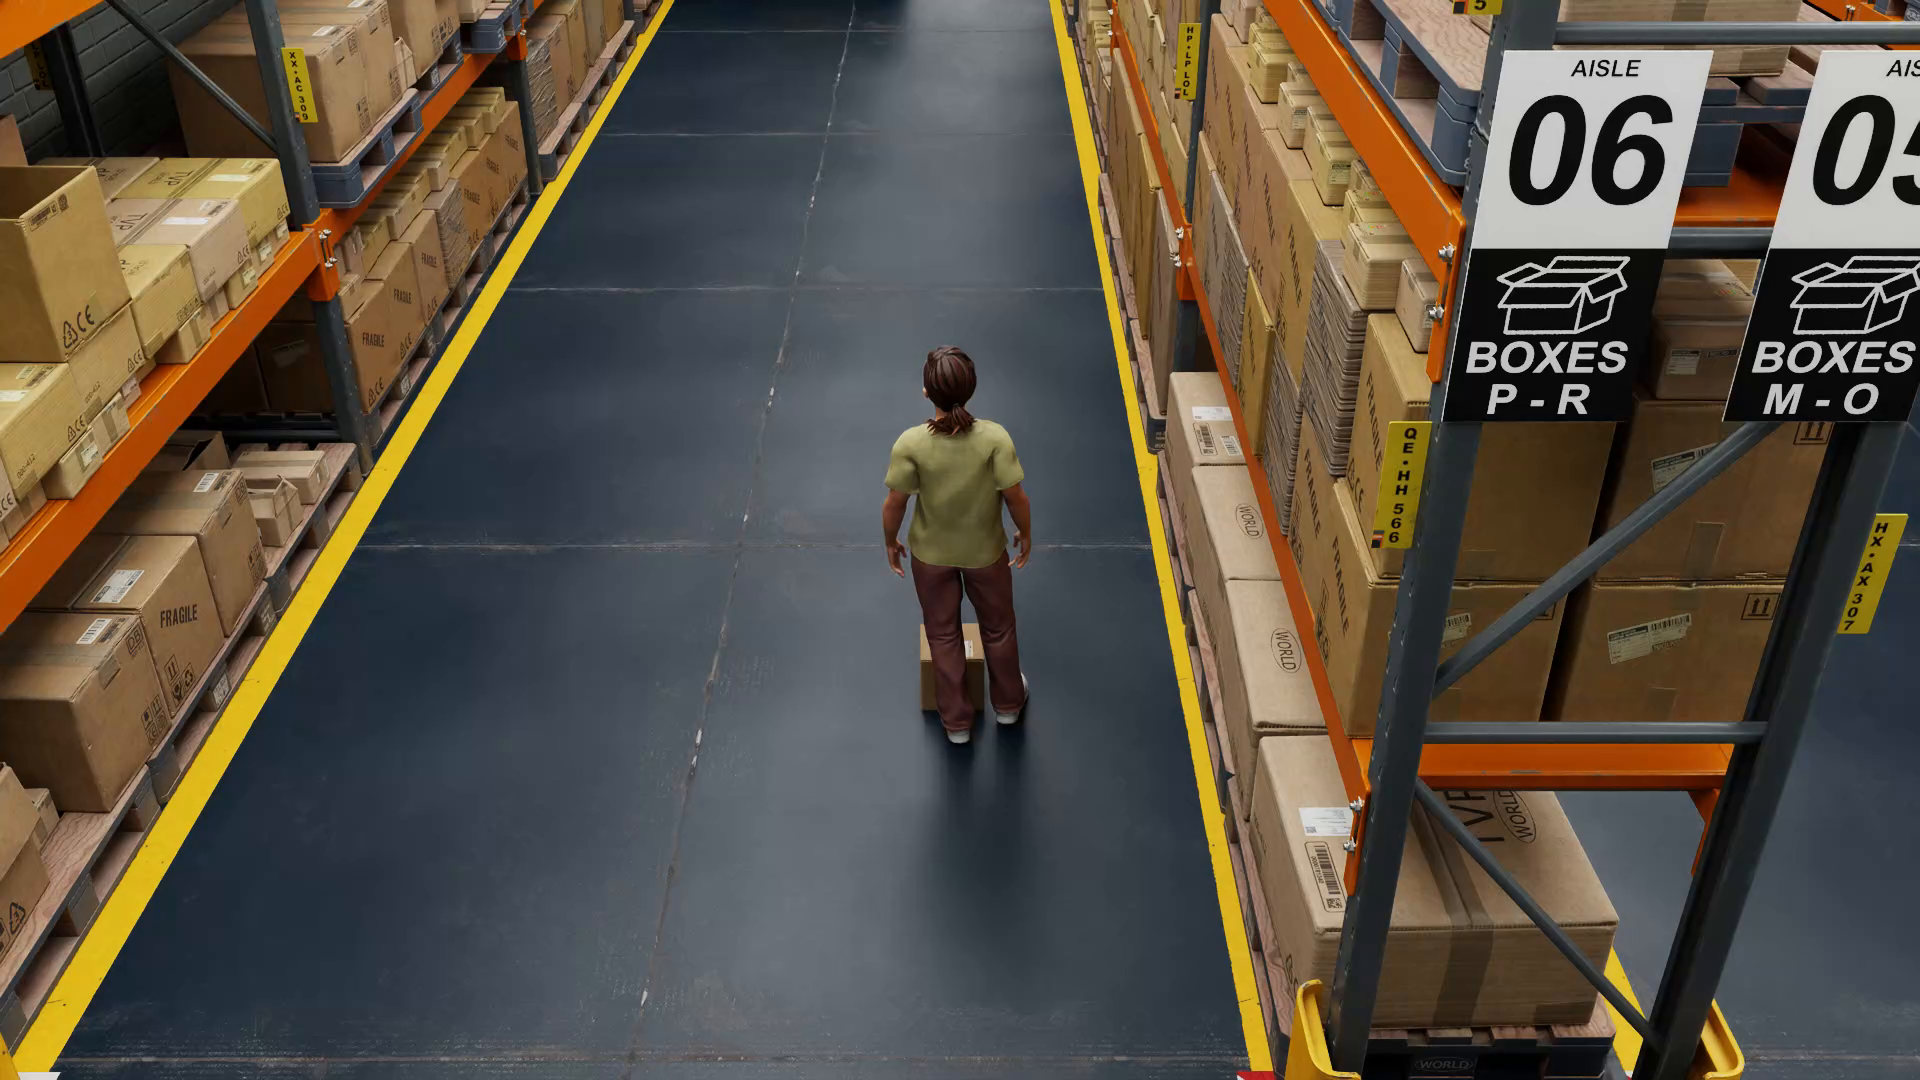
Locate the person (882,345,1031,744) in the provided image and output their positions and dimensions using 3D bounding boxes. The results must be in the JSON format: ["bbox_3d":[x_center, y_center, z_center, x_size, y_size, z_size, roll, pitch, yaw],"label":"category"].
[{"bbox_3d":[0.000,0.008,6.116,0.554,1.666,0.529,0,32,0],"label":"person"}]
